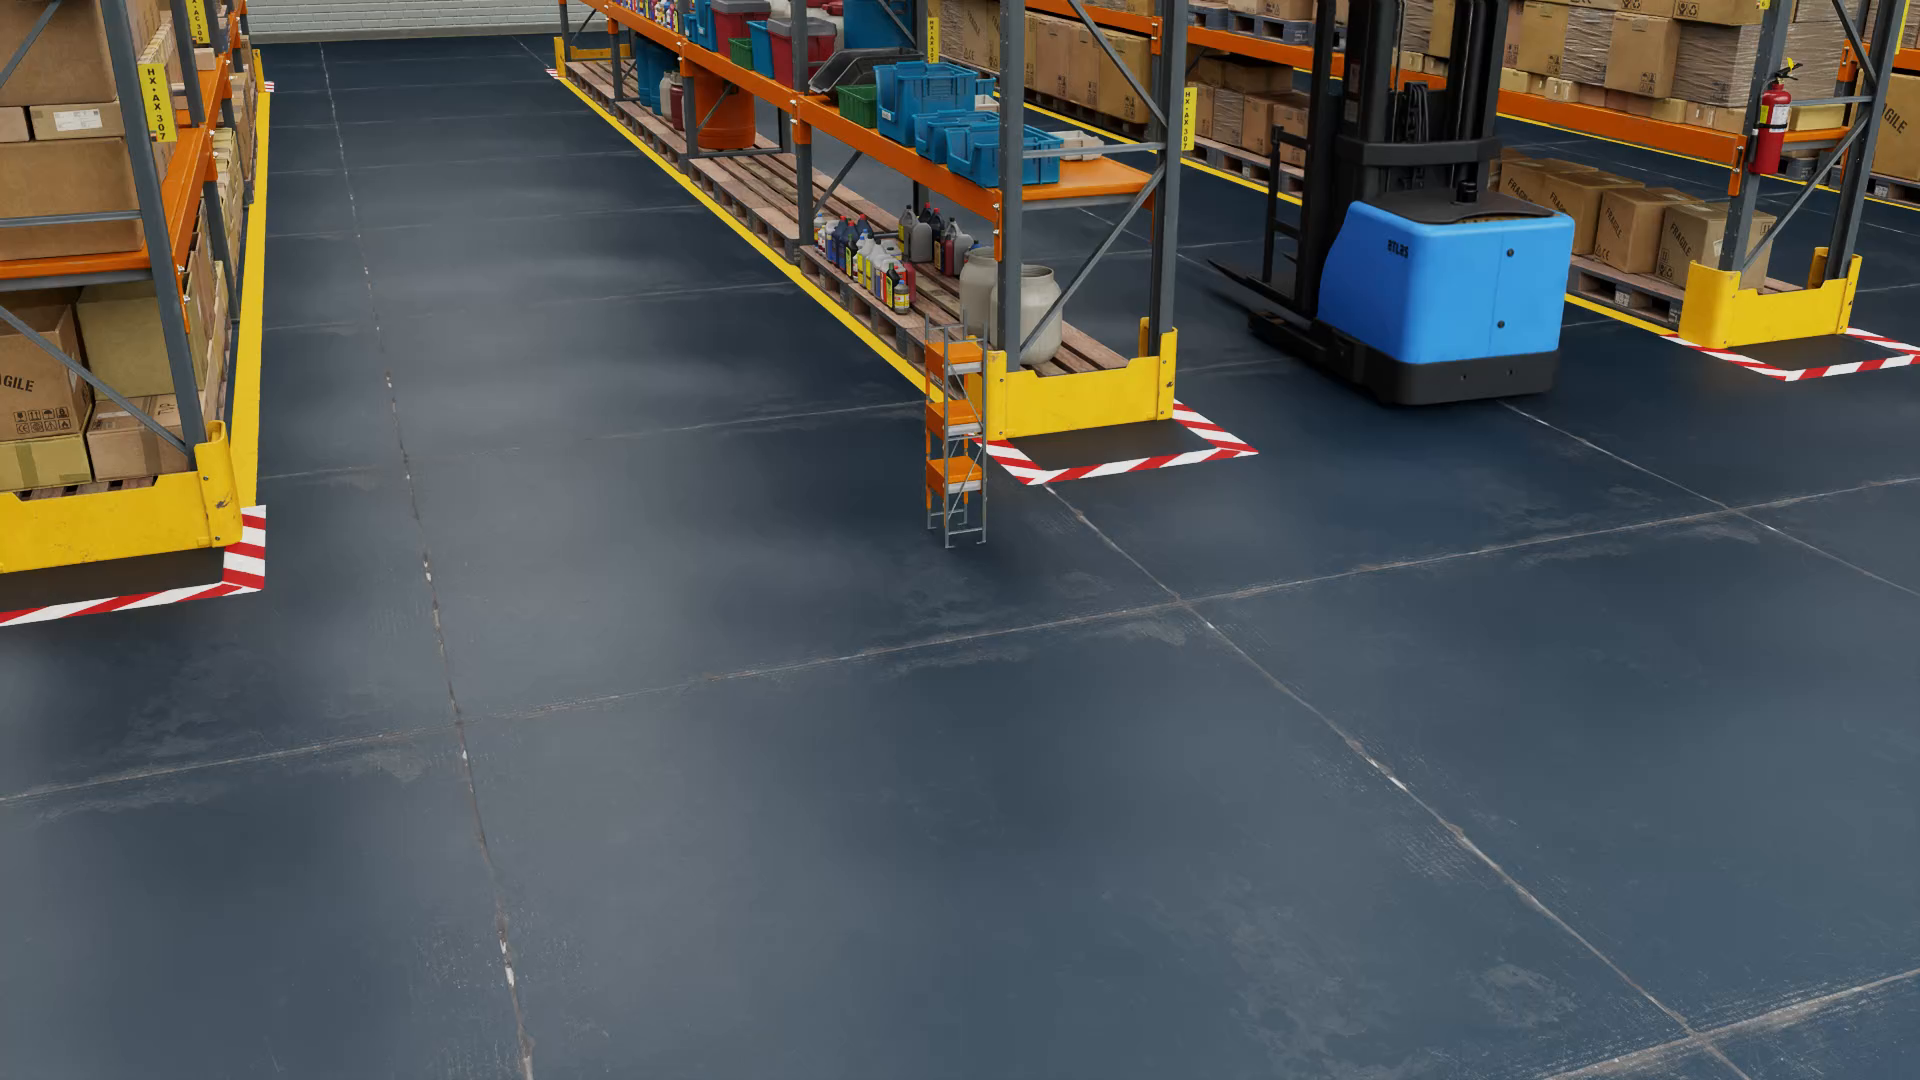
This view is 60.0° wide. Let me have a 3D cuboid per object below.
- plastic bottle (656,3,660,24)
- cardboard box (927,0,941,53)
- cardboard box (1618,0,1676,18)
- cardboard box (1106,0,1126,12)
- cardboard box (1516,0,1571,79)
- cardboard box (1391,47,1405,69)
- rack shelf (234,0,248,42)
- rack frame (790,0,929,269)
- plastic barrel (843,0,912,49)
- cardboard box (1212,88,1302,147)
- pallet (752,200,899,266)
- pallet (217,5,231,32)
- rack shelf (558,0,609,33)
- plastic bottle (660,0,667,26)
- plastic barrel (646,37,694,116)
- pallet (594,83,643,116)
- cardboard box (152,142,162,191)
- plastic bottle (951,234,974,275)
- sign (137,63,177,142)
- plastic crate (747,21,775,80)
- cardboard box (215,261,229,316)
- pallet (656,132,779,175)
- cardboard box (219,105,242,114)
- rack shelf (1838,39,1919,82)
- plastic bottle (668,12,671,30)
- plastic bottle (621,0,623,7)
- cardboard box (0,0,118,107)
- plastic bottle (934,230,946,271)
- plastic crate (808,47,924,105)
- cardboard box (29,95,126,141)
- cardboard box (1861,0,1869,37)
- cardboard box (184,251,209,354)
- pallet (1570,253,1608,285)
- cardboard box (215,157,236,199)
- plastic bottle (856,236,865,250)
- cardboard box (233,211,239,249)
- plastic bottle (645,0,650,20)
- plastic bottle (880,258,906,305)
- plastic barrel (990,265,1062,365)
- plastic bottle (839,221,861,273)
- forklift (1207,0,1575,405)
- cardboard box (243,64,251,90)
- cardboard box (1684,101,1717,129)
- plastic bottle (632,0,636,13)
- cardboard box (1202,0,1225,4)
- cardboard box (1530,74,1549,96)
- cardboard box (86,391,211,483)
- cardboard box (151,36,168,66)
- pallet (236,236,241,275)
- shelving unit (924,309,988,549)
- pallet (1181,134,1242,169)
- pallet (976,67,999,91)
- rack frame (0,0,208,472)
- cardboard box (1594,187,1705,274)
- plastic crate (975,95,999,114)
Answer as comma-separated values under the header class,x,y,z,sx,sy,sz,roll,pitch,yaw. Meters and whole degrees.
class,x,y,z,sx,sy,sz,roll,pitch,yaw
plastic bottle,-2.992,-5.278,16.667,0.097,0.201,0.097,0,23,0
cardboard box,-0.030,-7.520,23.925,0.875,0.875,0.875,-8,24,-19
cardboard box,4.714,-3.705,10.878,0.500,0.500,0.500,-8,24,-19
cardboard box,1.919,-5.994,17.980,0.500,0.500,0.500,-9,24,-19
cardboard box,4.562,-3.637,12.004,0.875,0.500,0.500,-8,24,-19
cardboard box,3.703,-3.932,13.541,0.380,0.149,0.250,-8,24,-19
rack shelf,-8.893,-6.111,19.314,1.077,0.370,4.000,-8,24,-19
rack frame,-0.725,-3.488,12.163,1.000,3.000,0.127,-8,24,-19
plastic barrel,-0.578,-3.901,12.497,0.600,0.901,0.708,-8,24,-19
cardboard box,2.959,-4.231,16.578,0.700,0.500,0.500,-10,25,-23
pallet,-1.039,-2.483,13.369,1.003,0.211,1.213,-8,24,-19
pallet,-7.465,-4.880,15.714,1.003,0.211,1.213,-8,24,-19
rack shelf,-4.258,-6.790,20.923,1.077,0.370,4.000,-8,24,-19
plastic bottle,-2.923,-5.240,16.486,0.097,0.271,0.097,0,23,0
plastic barrel,-3.125,-5.164,18.300,0.600,0.901,0.708,-8,24,-19
pallet,-3.847,-5.371,20.222,1.003,0.211,1.213,-8,24,-19
cardboard box,-4.460,-1.945,8.373,0.700,0.500,0.500,-8,24,-19
plastic bottle,0.008,-1.994,11.560,0.152,0.276,0.135,-8,24,-18
sign,-3.426,-1.865,7.097,0.100,0.325,0.005,-8,24,-19
plastic crate,-1.406,-3.838,13.015,0.392,0.384,0.575,-8,24,-19
cardboard box,-4.992,-1.597,10.677,0.500,0.250,0.500,-8,24,-19
pallet,-2.456,-3.937,16.819,1.003,0.211,1.213,-8,24,-19
cardboard box,-6.857,-3.708,15.337,0.500,0.500,0.500,-9,25,-21
rack shelf,9.291,-3.753,13.718,1.077,0.370,4.000,-8,24,-19
plastic bottle,-2.785,-5.066,16.164,0.097,0.201,0.097,0,23,0
plastic bottle,-3.716,-6.023,18.434,0.097,0.201,0.097,0,23,0
cardboard box,-4.119,-2.190,7.286,0.700,0.500,0.500,-8,24,-19
plastic bottle,-0.133,-2.034,11.644,0.061,0.283,0.133,-8,24,-19
plastic crate,-0.659,-3.251,11.682,0.767,0.338,0.504,-8,24,-19
cardboard box,-3.884,-1.873,7.368,0.380,0.149,0.250,-9,24,-19
cardboard box,8.150,-5.010,15.646,0.500,0.500,0.500,-8,24,-19
cardboard box,-4.296,-1.215,8.804,0.500,0.500,0.500,-8,24,-19
pallet,4.614,-2.199,12.696,1.003,0.211,1.213,-8,24,-19
cardboard box,-5.817,-2.737,12.659,0.500,0.311,0.500,-8,24,-18
plastic bottle,-0.674,-1.966,11.499,0.097,0.271,0.097,0,23,0
cardboard box,-5.636,-2.290,12.321,0.500,0.250,0.500,-9,25,-21
plastic bottle,-3.196,-5.507,17.103,0.061,0.283,0.133,-8,24,-19
plastic bottle,-0.434,-1.684,10.825,0.152,0.276,0.135,-8,24,-19
plastic barrel,0.384,-1.310,9.658,0.421,0.512,0.421,0,23,0
plastic bottle,-0.761,-2.051,11.598,0.144,0.351,0.185,-9,25,-21
forklift,2.541,-2.653,10.271,1.130,2.935,3.031,-7,24,-16
cardboard box,-8.869,-5.592,20.130,0.500,0.250,0.500,-8,24,-19
cardboard box,4.940,-2.764,10.770,0.380,0.149,0.250,-8,24,-19
plastic bottle,-3.417,-5.780,17.762,0.152,0.276,0.135,-8,24,-19
cardboard box,2.724,-5.669,16.670,0.500,0.500,0.500,-12,25,-25
cardboard box,4.376,-3.304,12.051,0.380,0.149,0.250,-8,24,-19
cardboard box,-3.929,-0.508,8.092,0.500,0.250,0.500,-8,24,-19
cardboard box,-4.790,-2.805,9.578,0.380,0.149,0.250,-8,24,-19
pallet,-6.092,-2.231,12.771,1.003,0.211,1.213,-8,24,-19
shelving unit,-0.019,-0.503,7.592,0.215,1.050,0.252,-8,24,-19
pallet,2.770,-4.051,17.091,1.003,0.211,1.213,-8,24,-19
pallet,0.887,-6.076,21.894,1.003,0.211,1.213,-8,24,-19
rack frame,-3.947,-1.356,7.105,1.000,3.000,0.127,-8,24,-19
cardboard box,4.874,-2.197,11.779,0.500,0.500,0.500,-2,23,-5
plastic crate,0.086,-2.811,10.896,0.530,0.136,0.437,-8,24,-19
